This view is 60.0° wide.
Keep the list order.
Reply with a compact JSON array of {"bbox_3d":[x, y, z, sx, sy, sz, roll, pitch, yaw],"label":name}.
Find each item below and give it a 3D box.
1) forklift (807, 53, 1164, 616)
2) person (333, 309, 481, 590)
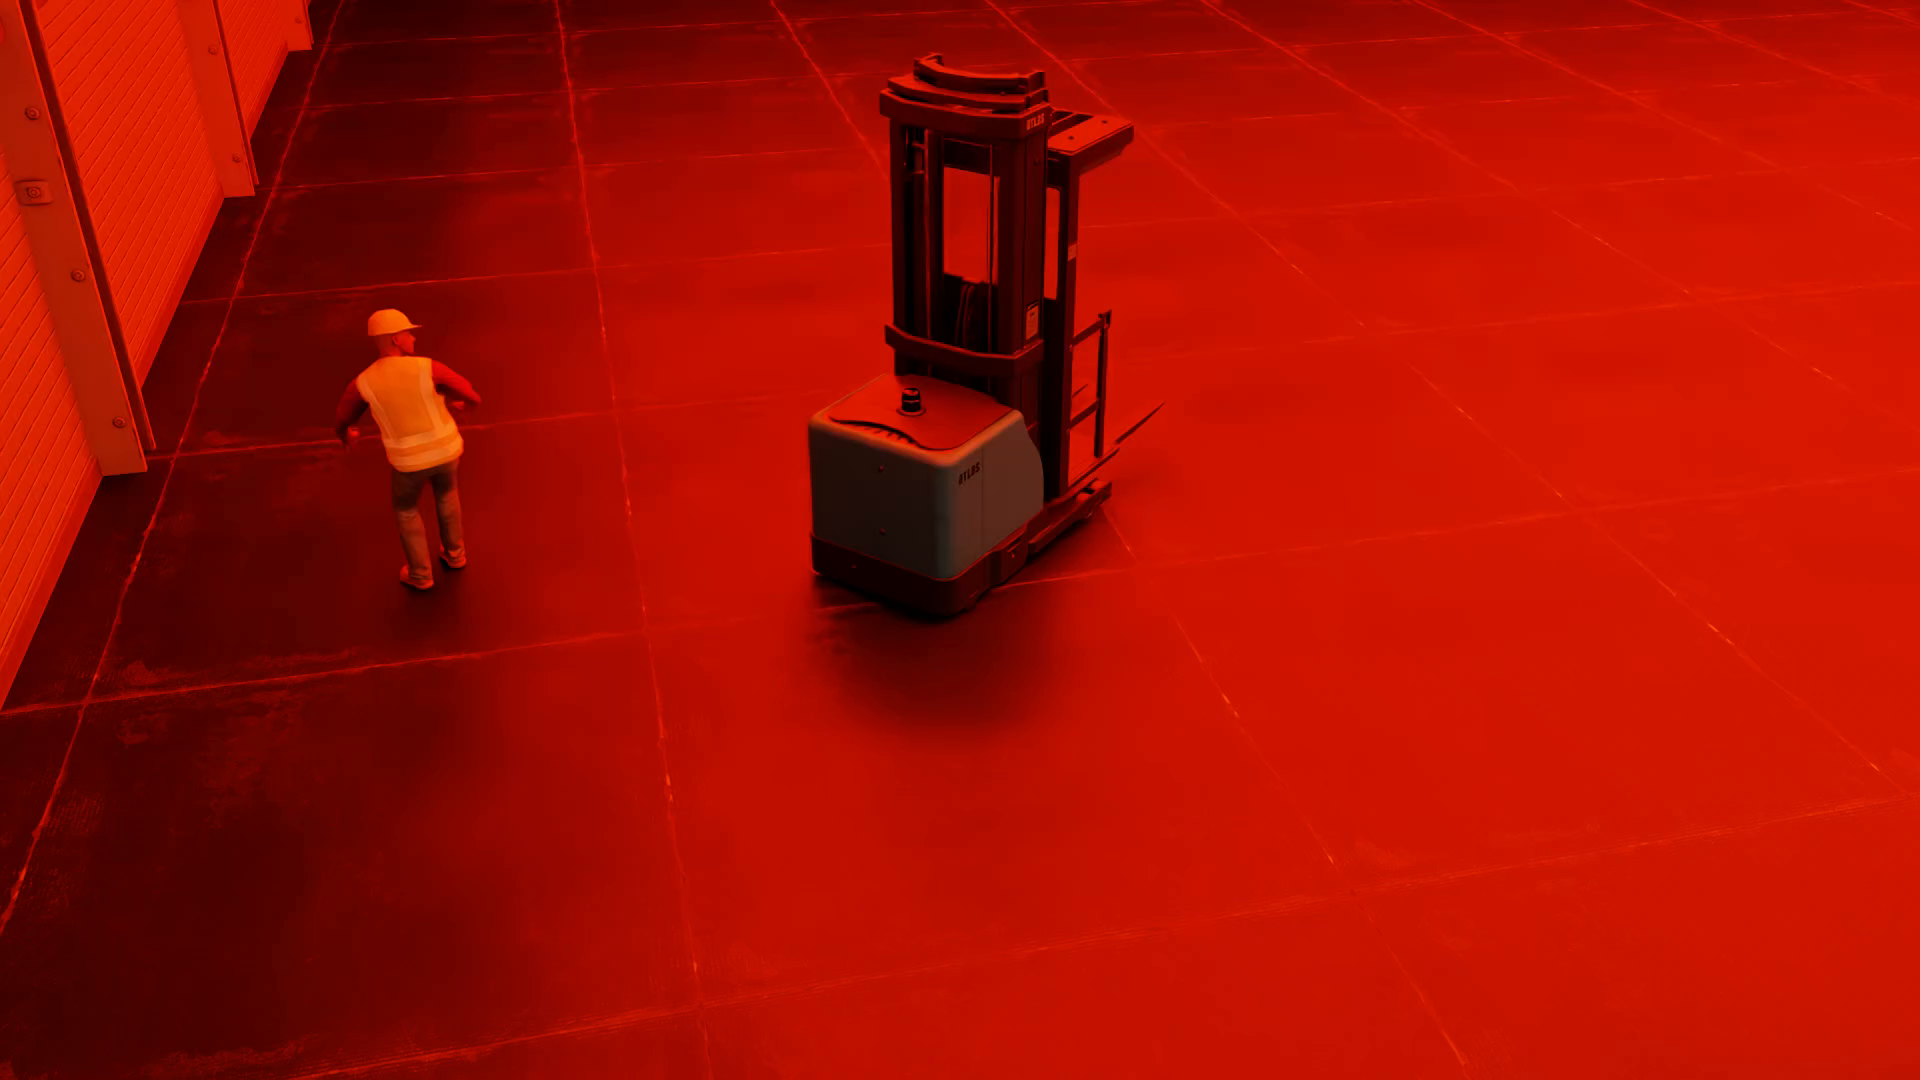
[{"bbox_3d":[0.333,-1.525,10.209,1.130,2.935,3.031,18,35,29],"label":"forklift"},{"bbox_3d":[-3.213,-0.545,9.774,0.823,1.709,0.578,-12,32,-19],"label":"person"}]
